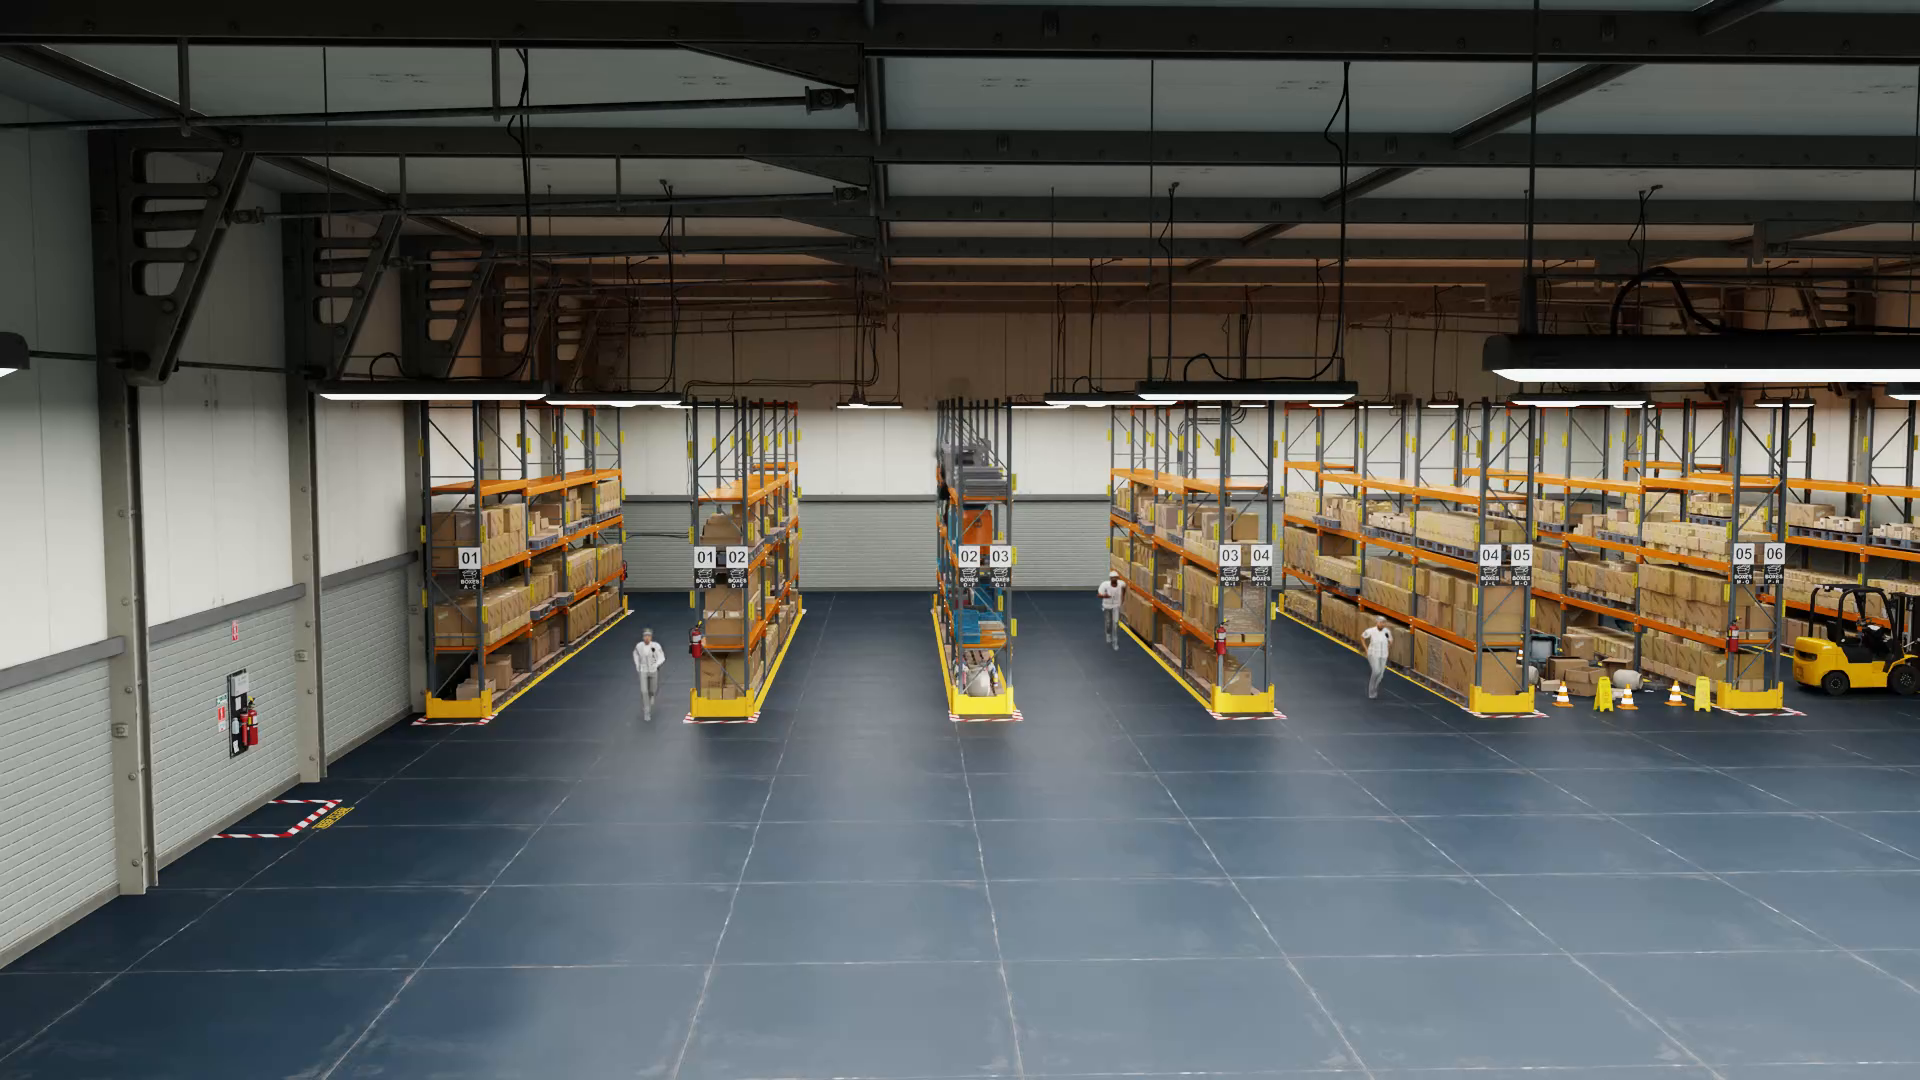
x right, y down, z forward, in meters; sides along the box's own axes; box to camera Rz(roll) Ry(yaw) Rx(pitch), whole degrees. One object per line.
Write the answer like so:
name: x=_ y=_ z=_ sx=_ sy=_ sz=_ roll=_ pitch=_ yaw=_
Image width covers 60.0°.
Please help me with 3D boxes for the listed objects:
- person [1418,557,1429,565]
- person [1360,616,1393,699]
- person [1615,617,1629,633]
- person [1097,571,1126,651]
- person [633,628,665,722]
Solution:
person: x=13.632 y=1.078 z=49.221 sx=0.807 sy=1.664 sz=0.597 roll=0 pitch=4 yaw=6
person: x=8.343 y=2.340 z=33.204 sx=0.584 sy=1.653 sz=0.708 roll=-1 pitch=4 yaw=-11
person: x=16.521 y=1.745 z=41.362 sx=0.510 sy=1.556 sz=0.519 roll=0 pitch=4 yaw=-3
person: x=3.521 y=1.608 z=38.646 sx=0.694 sy=1.827 sz=0.927 roll=0 pitch=4 yaw=-1
person: x=-5.826 y=2.495 z=31.182 sx=0.576 sy=1.711 sz=1.080 roll=-1 pitch=5 yaw=-13
